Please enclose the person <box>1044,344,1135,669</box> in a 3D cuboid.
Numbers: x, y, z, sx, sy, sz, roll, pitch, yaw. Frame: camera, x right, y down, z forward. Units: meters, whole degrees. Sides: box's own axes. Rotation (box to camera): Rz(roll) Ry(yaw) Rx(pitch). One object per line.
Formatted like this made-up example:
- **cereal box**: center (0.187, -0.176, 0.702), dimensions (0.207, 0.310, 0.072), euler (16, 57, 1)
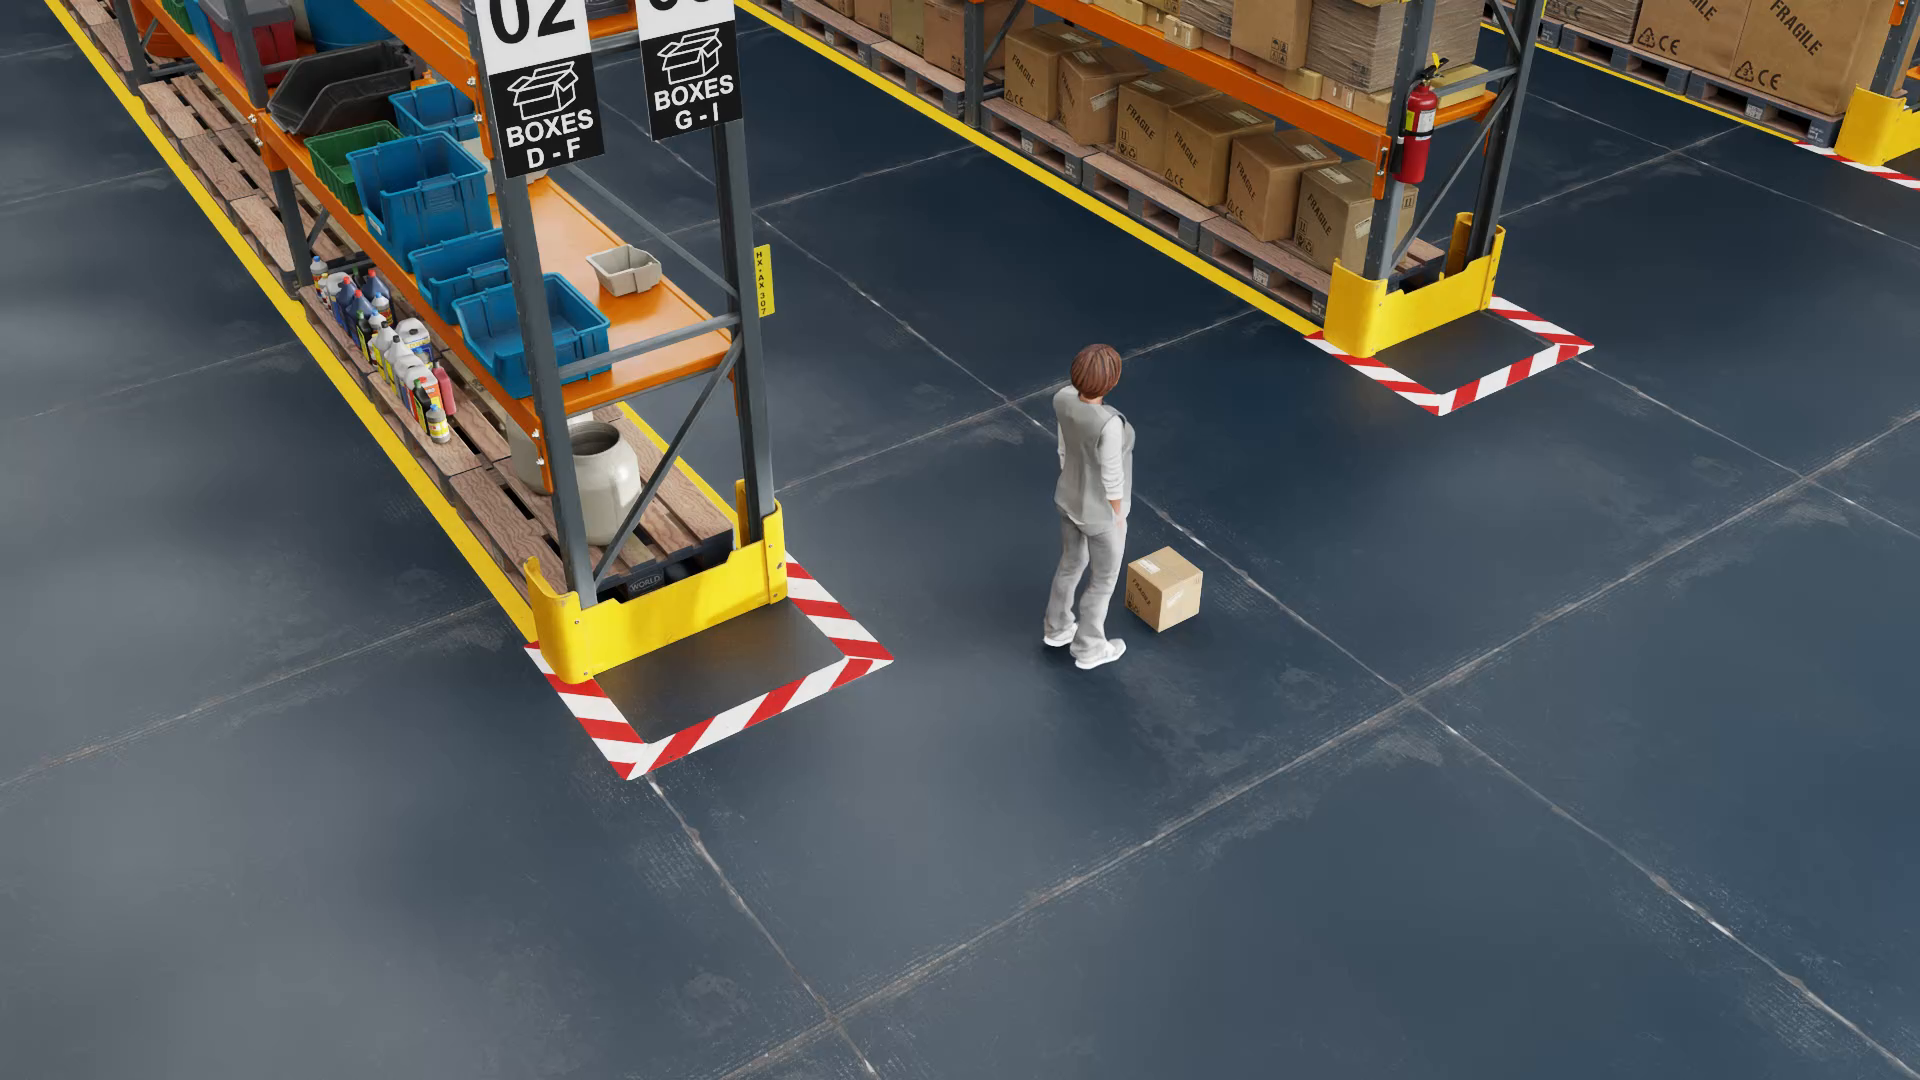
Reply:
- **person**: center (0.560, -0.139, 7.214), dimensions (0.316, 1.620, 0.405), euler (-22, 42, -26)
